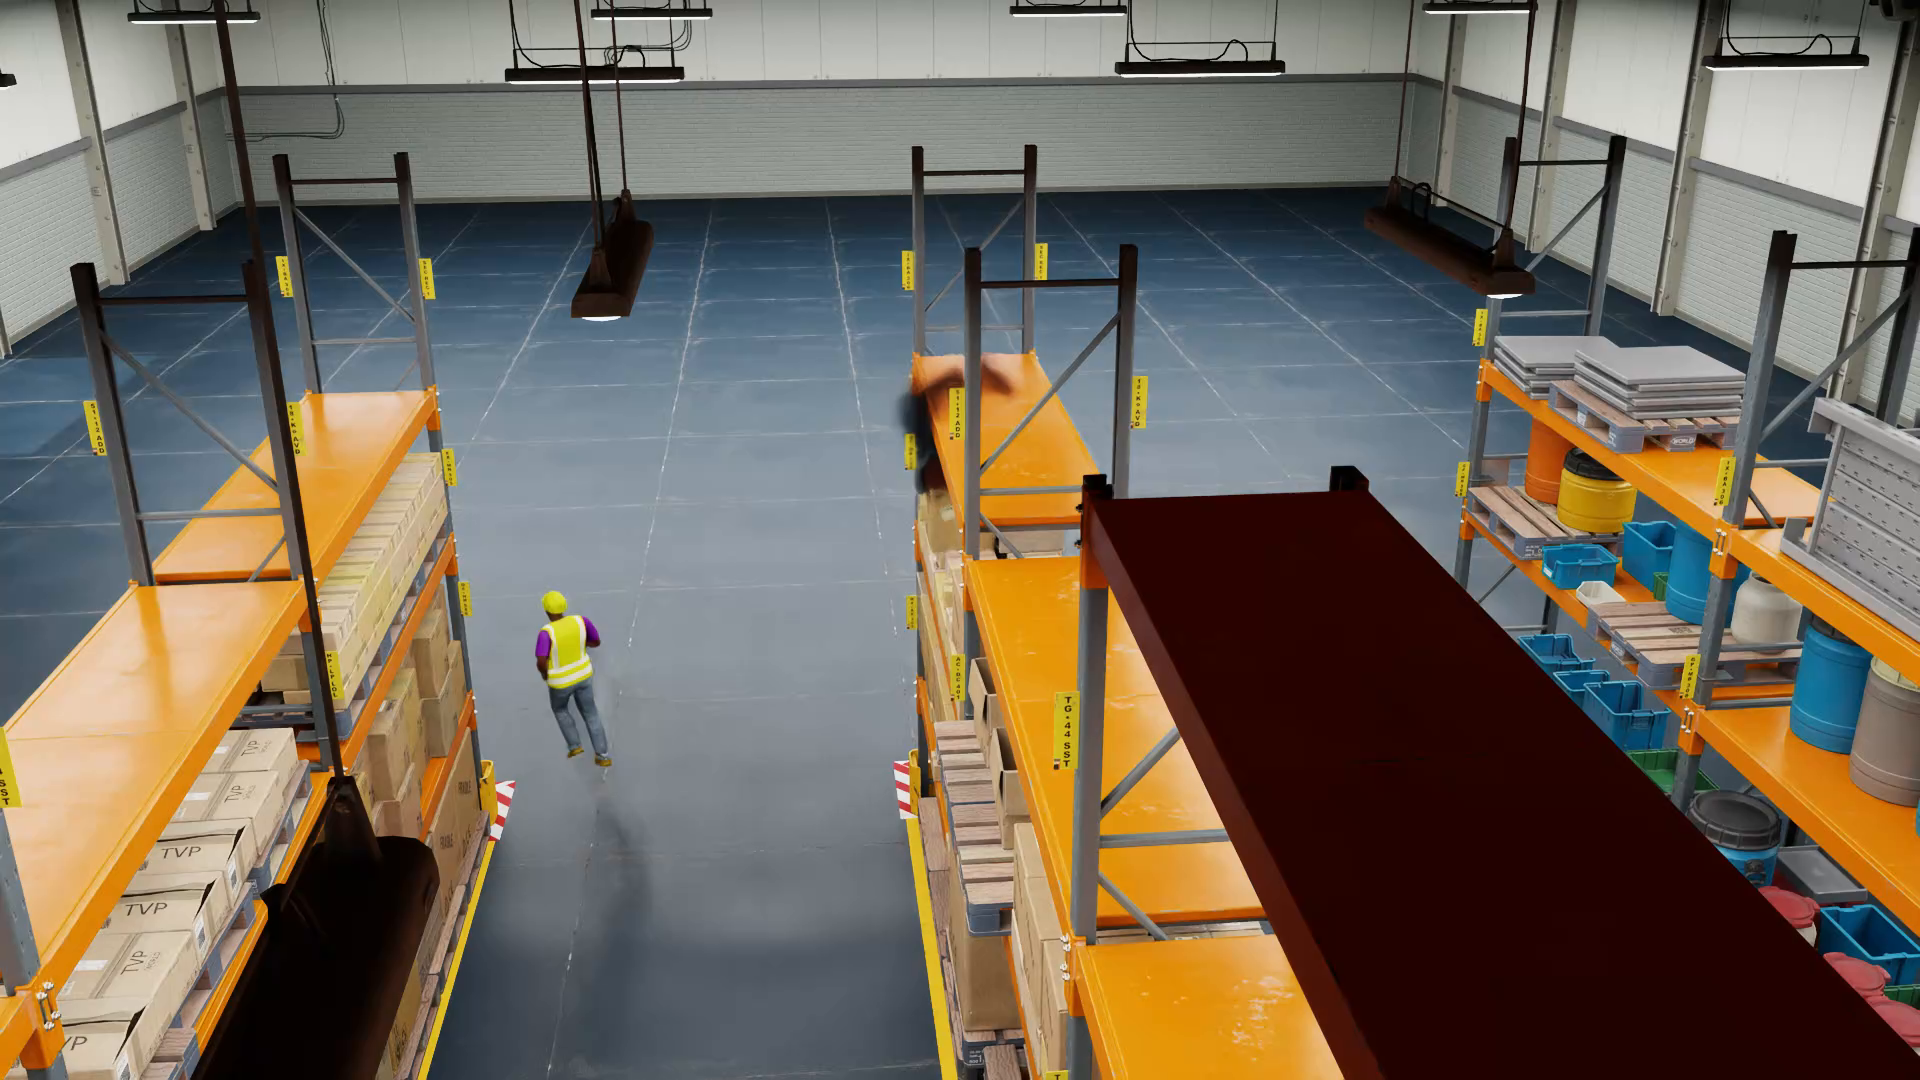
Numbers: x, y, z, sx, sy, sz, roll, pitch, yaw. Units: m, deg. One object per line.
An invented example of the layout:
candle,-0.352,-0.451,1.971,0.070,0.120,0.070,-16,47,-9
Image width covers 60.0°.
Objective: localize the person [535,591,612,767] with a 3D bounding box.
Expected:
person,-3.606,1.327,15.339,0.696,1.829,0.745,-13,25,-31
